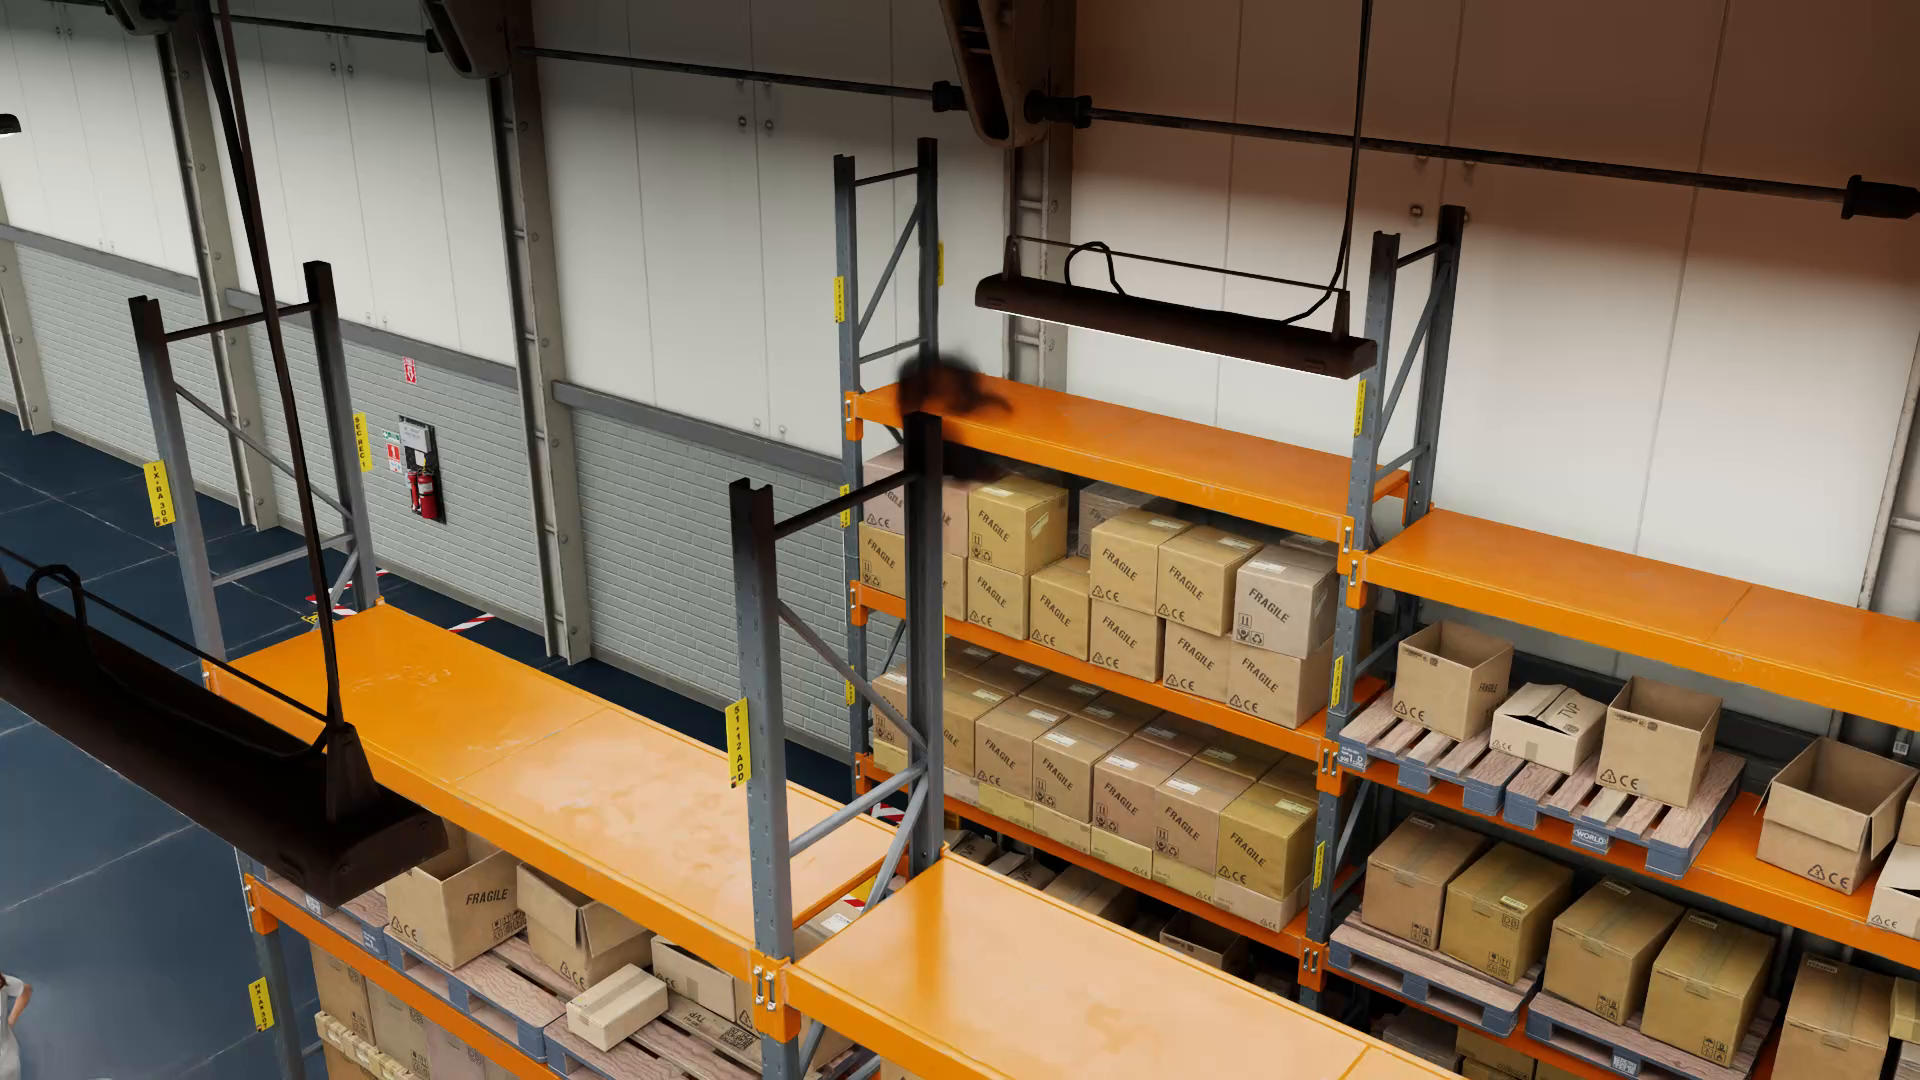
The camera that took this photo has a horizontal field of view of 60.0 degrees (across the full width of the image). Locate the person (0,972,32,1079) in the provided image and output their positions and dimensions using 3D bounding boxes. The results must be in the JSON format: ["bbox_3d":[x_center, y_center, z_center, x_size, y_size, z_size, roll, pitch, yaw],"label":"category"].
[{"bbox_3d":[-6.106,3.320,10.522,0.673,1.672,0.533,-10,25,-23],"label":"person"}]
